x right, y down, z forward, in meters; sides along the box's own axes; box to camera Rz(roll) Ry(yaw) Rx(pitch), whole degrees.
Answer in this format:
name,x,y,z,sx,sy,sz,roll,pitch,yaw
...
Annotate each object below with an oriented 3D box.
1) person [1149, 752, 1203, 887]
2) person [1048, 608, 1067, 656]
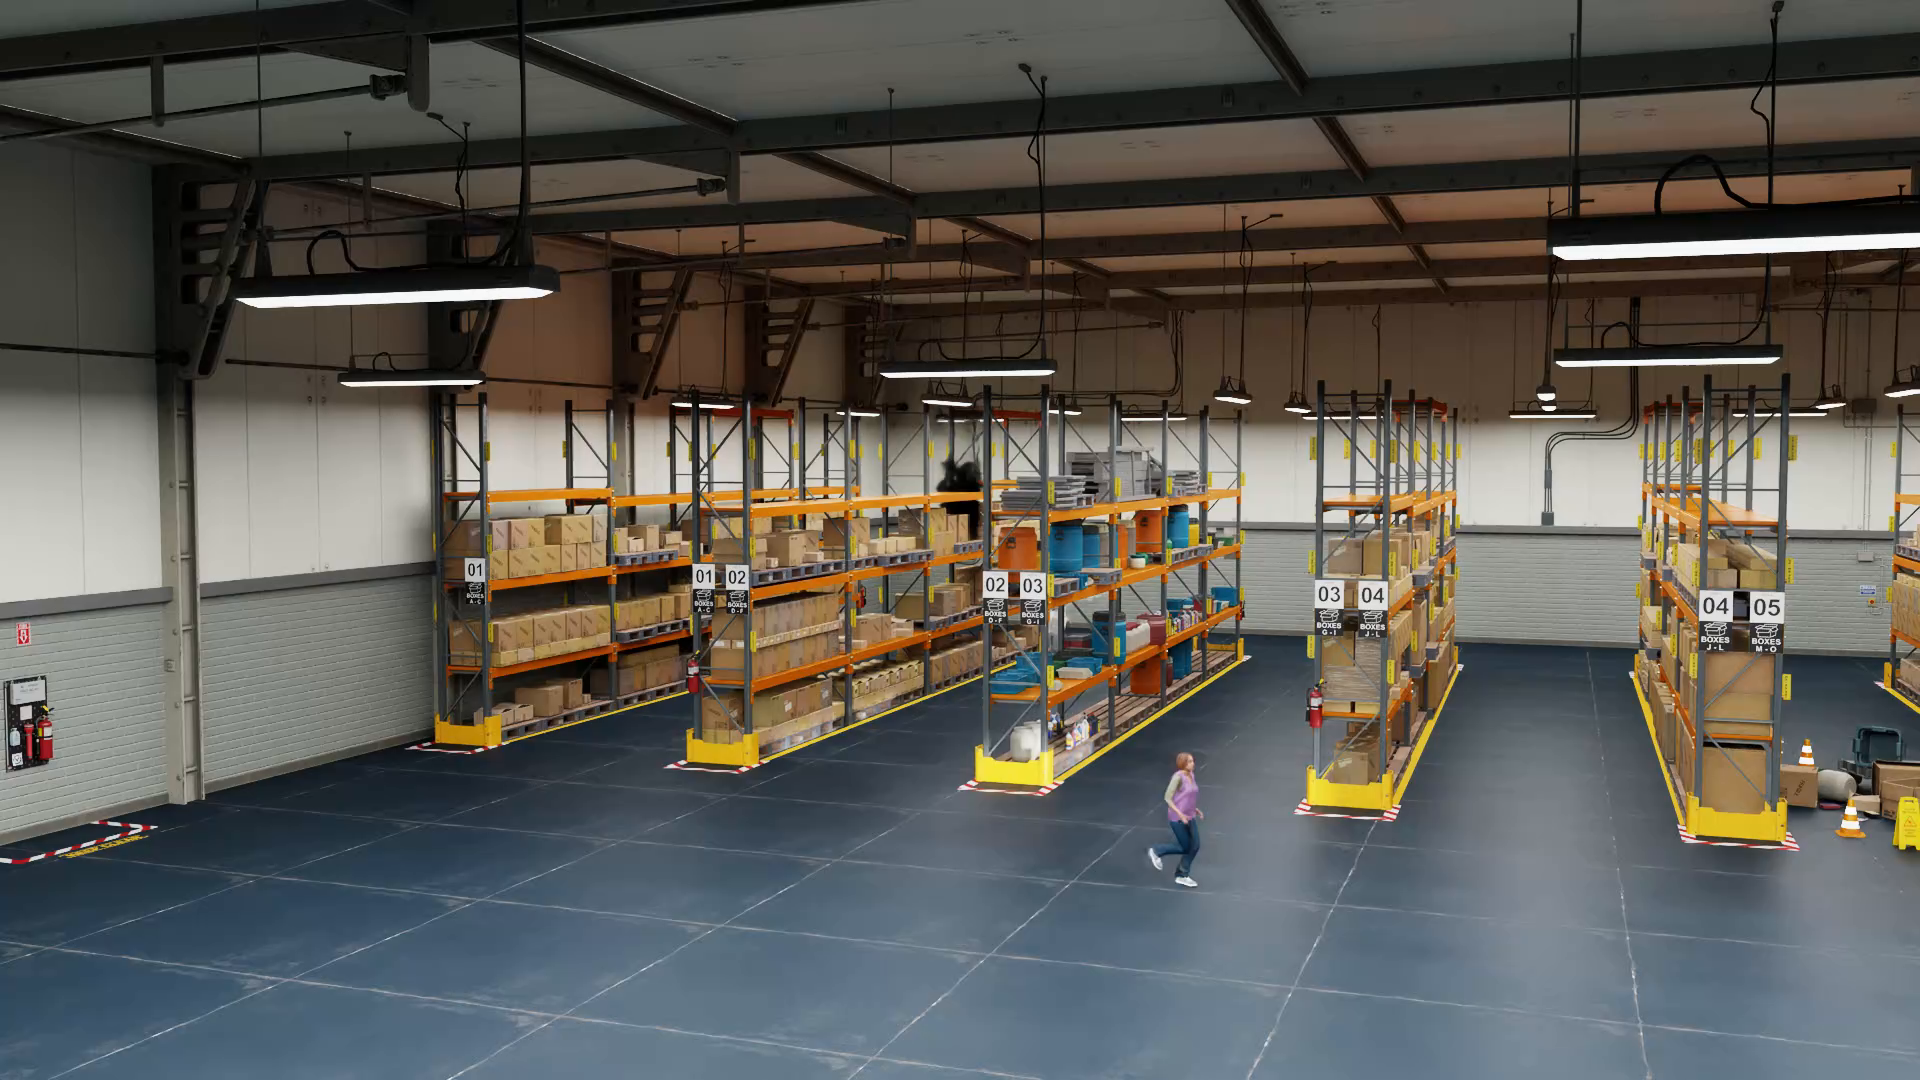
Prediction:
name,x,y,z,sx,sy,sz,roll,pitch,yaw
person,2.506,3.208,19.249,0.598,1.554,0.522,3,4,40
person,2.085,2.136,37.577,0.600,1.726,0.778,1,3,12
